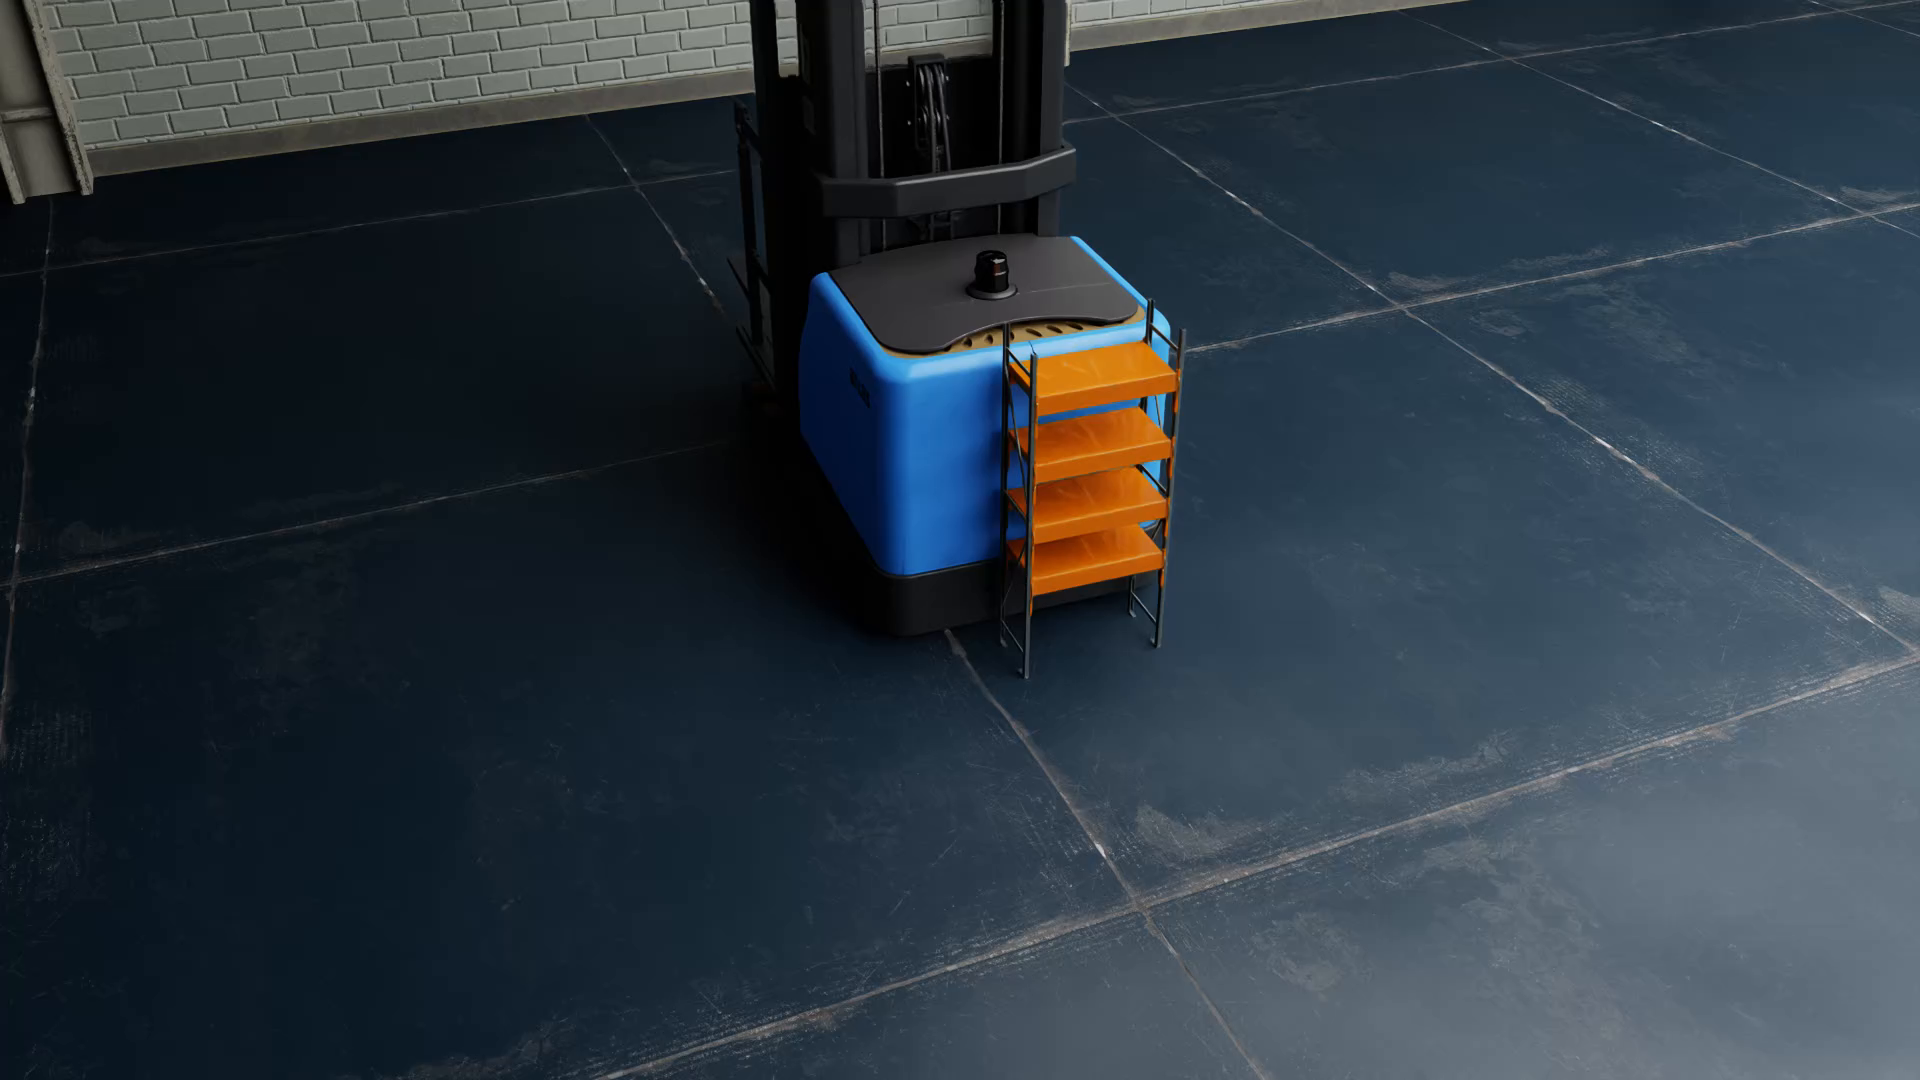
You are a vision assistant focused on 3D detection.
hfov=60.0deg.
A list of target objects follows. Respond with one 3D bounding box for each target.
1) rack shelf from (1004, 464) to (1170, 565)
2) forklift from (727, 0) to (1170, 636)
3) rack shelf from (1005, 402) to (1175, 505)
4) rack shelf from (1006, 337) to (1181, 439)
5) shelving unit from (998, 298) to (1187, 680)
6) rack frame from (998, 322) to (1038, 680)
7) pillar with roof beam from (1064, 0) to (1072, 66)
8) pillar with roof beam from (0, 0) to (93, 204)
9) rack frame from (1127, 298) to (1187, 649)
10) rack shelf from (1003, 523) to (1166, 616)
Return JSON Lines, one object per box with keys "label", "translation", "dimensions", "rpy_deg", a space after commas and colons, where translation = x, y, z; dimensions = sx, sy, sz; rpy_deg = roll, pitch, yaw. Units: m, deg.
{"label": "rack shelf", "translation": [0.408, -0.090, 5.412], "dimensions": [0.480, 0.148, 0.258], "rpy_deg": [-11, 35, -17]}
{"label": "forklift", "translation": [-0.276, -1.699, 6.174], "dimensions": [1.130, 2.935, 3.031], "rpy_deg": [-11, 35, -17]}
{"label": "rack shelf", "translation": [0.408, -0.278, 5.290], "dimensions": [0.480, 0.148, 0.258], "rpy_deg": [-11, 35, -17]}
{"label": "rack shelf", "translation": [0.408, -0.476, 5.161], "dimensions": [0.480, 0.148, 0.258], "rpy_deg": [-11, 35, -17]}
{"label": "shelving unit", "translation": [0.408, -0.146, 5.375], "dimensions": [0.503, 1.200, 0.258], "rpy_deg": [-11, 35, -17]}
{"label": "rack frame", "translation": [0.180, -0.100, 5.304], "dimensions": [0.015, 1.200, 0.240], "rpy_deg": [-11, 35, -17]}
{"label": "pillar with roof beam", "translation": [2.161, -4.822, 5.410], "dimensions": [0.400, 9.000, 9.100], "rpy_deg": [-13, 35, -19]}
{"label": "pillar with roof beam", "translation": [-3.371, -3.555, 3.463], "dimensions": [0.400, 9.000, 9.100], "rpy_deg": [-13, 35, -19]}
{"label": "rack frame", "translation": [0.637, -0.193, 5.446], "dimensions": [0.015, 1.200, 0.240], "rpy_deg": [-11, 35, -17]}
{"label": "rack shelf", "translation": [0.408, 0.076, 5.520], "dimensions": [0.480, 0.148, 0.258], "rpy_deg": [-11, 35, -17]}
